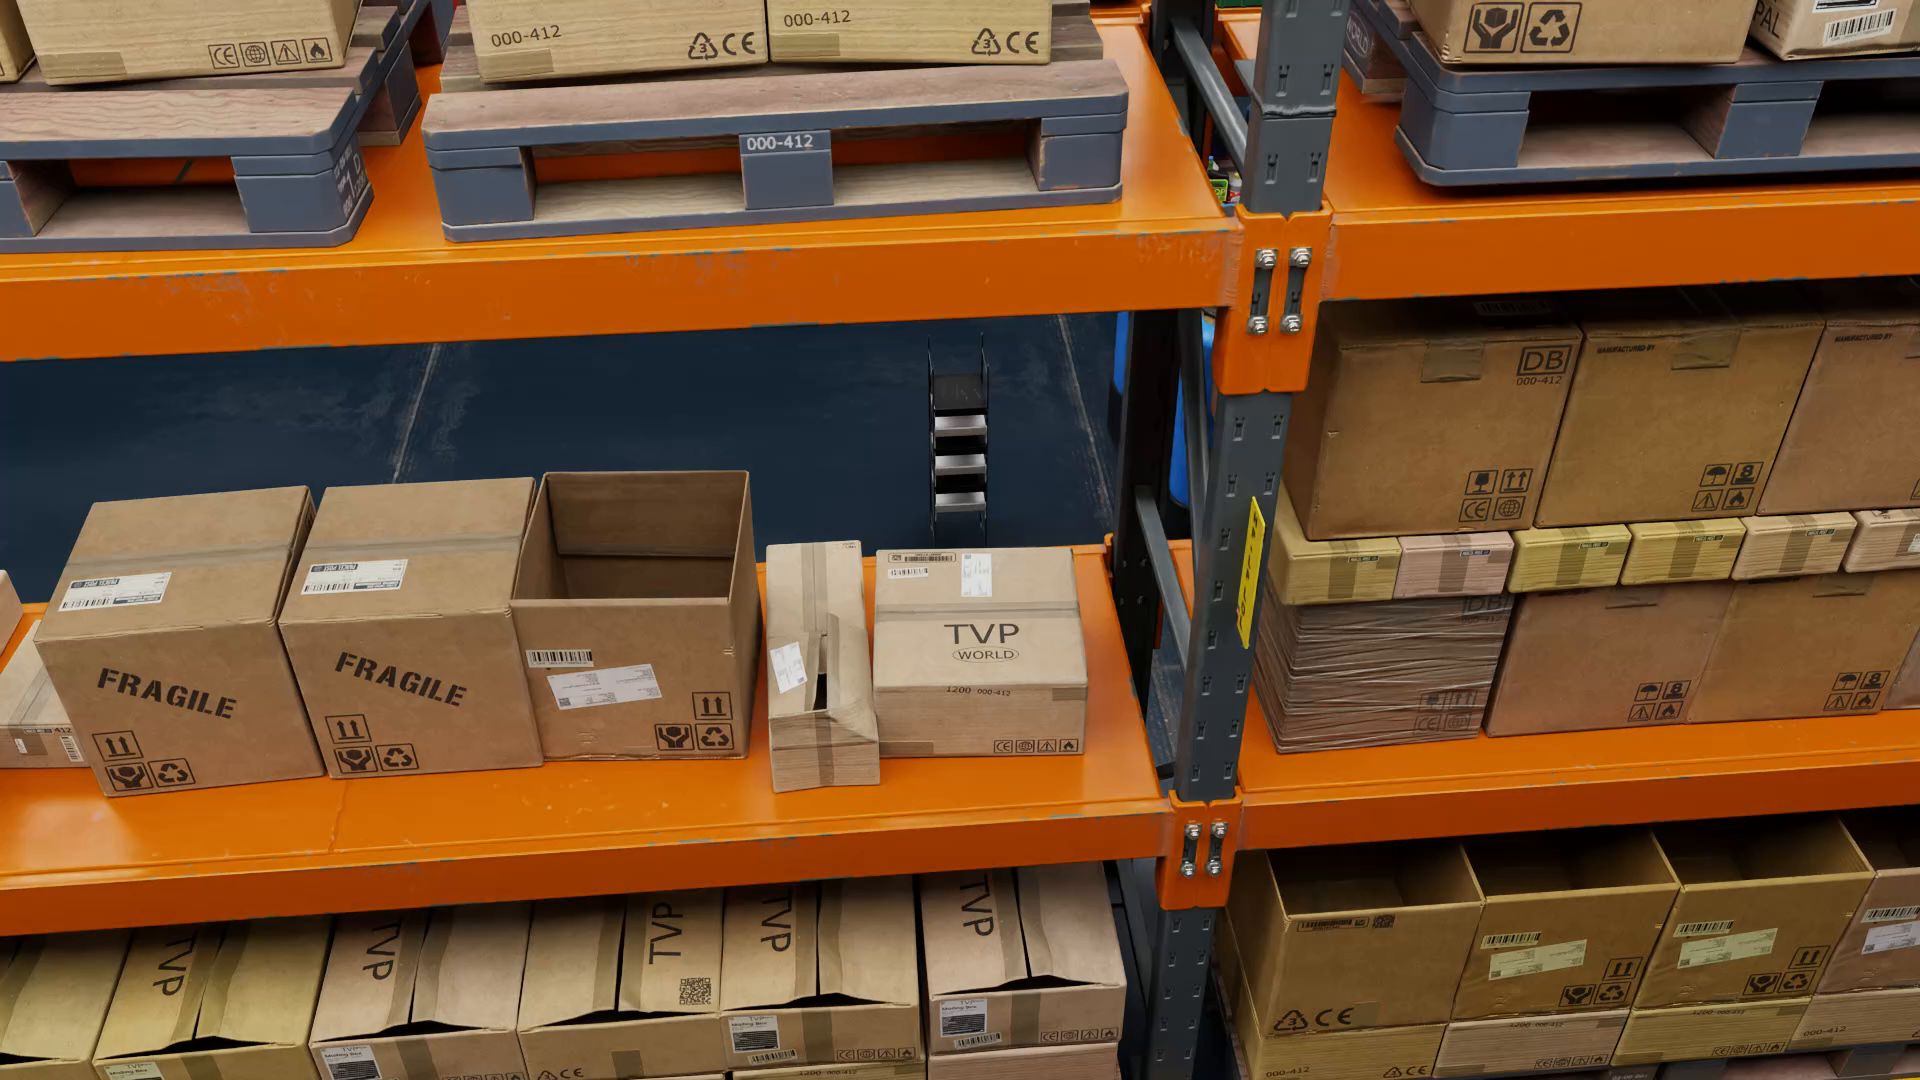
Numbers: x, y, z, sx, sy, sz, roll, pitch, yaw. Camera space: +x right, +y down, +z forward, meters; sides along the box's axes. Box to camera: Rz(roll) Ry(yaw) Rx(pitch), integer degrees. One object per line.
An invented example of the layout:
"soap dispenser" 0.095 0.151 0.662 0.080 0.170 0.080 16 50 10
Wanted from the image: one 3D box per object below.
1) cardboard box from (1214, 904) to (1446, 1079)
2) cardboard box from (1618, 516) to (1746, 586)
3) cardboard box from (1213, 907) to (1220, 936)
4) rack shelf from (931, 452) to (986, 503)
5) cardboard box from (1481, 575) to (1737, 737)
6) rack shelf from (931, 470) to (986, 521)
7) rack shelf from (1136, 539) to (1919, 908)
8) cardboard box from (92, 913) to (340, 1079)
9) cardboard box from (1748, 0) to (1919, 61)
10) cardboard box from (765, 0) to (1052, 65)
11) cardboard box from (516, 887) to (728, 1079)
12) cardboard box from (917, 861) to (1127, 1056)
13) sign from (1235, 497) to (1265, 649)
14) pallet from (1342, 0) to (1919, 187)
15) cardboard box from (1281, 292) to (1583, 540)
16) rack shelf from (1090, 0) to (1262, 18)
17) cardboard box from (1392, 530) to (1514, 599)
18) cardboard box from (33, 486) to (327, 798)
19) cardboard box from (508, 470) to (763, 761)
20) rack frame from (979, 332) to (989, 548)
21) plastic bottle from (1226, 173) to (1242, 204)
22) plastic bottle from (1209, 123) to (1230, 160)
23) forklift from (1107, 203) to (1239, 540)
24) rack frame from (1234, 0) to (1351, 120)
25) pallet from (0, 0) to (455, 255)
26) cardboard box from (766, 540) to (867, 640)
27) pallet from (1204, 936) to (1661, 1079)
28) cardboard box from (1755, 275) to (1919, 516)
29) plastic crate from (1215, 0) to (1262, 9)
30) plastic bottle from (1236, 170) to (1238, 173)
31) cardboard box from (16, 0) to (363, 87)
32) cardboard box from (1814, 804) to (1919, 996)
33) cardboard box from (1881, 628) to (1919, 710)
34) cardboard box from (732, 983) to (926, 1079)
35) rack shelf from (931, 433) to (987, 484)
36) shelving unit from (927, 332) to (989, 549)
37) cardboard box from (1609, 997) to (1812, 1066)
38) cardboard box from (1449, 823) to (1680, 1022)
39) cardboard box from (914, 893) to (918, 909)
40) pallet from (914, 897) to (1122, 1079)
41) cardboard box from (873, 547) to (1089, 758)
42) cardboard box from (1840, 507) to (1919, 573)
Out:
"cardboard box" 1.018 1.234 4.646 0.500 0.250 0.500 -3 38 -4
"cardboard box" 1.582 -0.076 3.821 0.250 0.149 0.380 -3 38 -4
"cardboard box" 0.972 0.912 5.054 0.500 0.250 0.500 -3 38 -4
"rack shelf" -0.008 -0.256 6.547 0.200 0.077 0.258 -3 38 -4
"cardboard box" 1.495 0.057 4.176 0.500 0.500 0.700 -4 38 -4
"rack shelf" -0.008 -0.185 6.603 0.200 0.077 0.258 -3 38 -4
"rack shelf" 2.521 0.330 4.491 4.000 0.370 1.077 -3 38 -4
"cardboard box" -1.877 1.163 4.282 0.500 0.311 0.500 -4 38 -5
"cardboard box" 1.592 -1.100 2.920 0.500 0.311 0.500 -5 39 -6
"cardboard box" -0.086 -1.098 3.081 0.500 0.250 0.500 1 38 1
"cardboard box" -0.864 1.109 4.351 0.500 0.311 0.500 -3 38 -4
"cardboard box" 0.151 1.051 4.425 0.500 0.311 0.500 -3 38 -4
"sign" 0.587 0.068 3.371 0.005 0.325 0.100 -3 38 -4
"pallet" 1.376 -1.048 3.307 1.213 0.211 1.003 -3 38 -4
"cardboard box" 0.971 -0.420 3.732 0.500 0.500 0.700 -3 38 -4
"rack shelf" 2.086 -2.726 8.365 4.000 0.370 1.077 -3 38 -4
"cardboard box" 1.064 -0.046 3.782 0.250 0.149 0.380 -3 38 -3
"cardboard box" -1.785 0.235 3.949 0.500 0.500 0.500 -5 39 -6
"cardboard box" -0.762 0.179 4.021 0.500 0.500 0.500 -1 38 -1
"rack frame" 0.093 -0.358 6.478 0.006 0.900 0.240 -3 38 -4
"plastic bottle" 1.407 -1.773 8.479 0.097 0.201 0.097 0 38 0
"plastic bottle" 1.395 -2.188 8.939 0.133 0.283 0.061 -3 38 -4
"forklift" 2.213 -1.520 6.310 3.031 2.935 1.130 -7 39 -9
"rack frame" 0.529 -2.198 2.271 0.127 3.000 1.000 -3 38 -4
"pallet" -1.673 -0.882 3.177 1.213 0.211 1.003 -1 38 -2
"cardboard box" -0.372 0.178 4.305 0.250 0.149 0.380 -3 38 -4
"pallet" 1.325 1.234 5.015 1.213 0.211 1.003 -3 38 -4
"cardboard box" 1.973 -0.475 3.802 0.500 0.500 0.700 -3 38 -4
"plastic crate" 1.471 -2.716 7.942 0.662 0.188 0.450 -3 38 -4
"plastic bottle" 1.508 -1.914 8.599 0.135 0.276 0.152 -3 38 -4
"cardboard box" -1.381 -1.059 3.031 0.500 0.250 0.500 -6 39 -8
"cardboard box" 2.513 0.862 4.512 0.500 0.500 0.500 -3 38 -4
"cardboard box" 2.505 0.003 4.244 0.500 0.500 0.700 -2 38 -3
"cardboard box" -0.362 1.300 4.561 0.500 0.250 0.500 -4 38 -5
"rack shelf" -0.008 -0.327 6.491 0.200 0.077 0.258 -3 38 -4
"shelving unit" -0.008 -0.353 6.471 0.210 0.900 0.258 -3 38 -4
"cardboard box" 2.015 1.185 4.707 0.500 0.250 0.500 -3 38 -4
"cardboard box" 1.516 0.913 4.447 0.500 0.500 0.500 -3 38 -4
"cardboard box" 0.105 0.941 5.016 0.500 0.250 0.500 -4 38 -5
"pallet" -0.201 1.316 4.911 1.213 0.211 1.003 -3 38 -4
"cardboard box" 0.043 0.270 4.107 0.500 0.250 0.500 -1 38 -1
"cardboard box" 2.097 -0.105 3.857 0.250 0.149 0.380 -4 38 -5
